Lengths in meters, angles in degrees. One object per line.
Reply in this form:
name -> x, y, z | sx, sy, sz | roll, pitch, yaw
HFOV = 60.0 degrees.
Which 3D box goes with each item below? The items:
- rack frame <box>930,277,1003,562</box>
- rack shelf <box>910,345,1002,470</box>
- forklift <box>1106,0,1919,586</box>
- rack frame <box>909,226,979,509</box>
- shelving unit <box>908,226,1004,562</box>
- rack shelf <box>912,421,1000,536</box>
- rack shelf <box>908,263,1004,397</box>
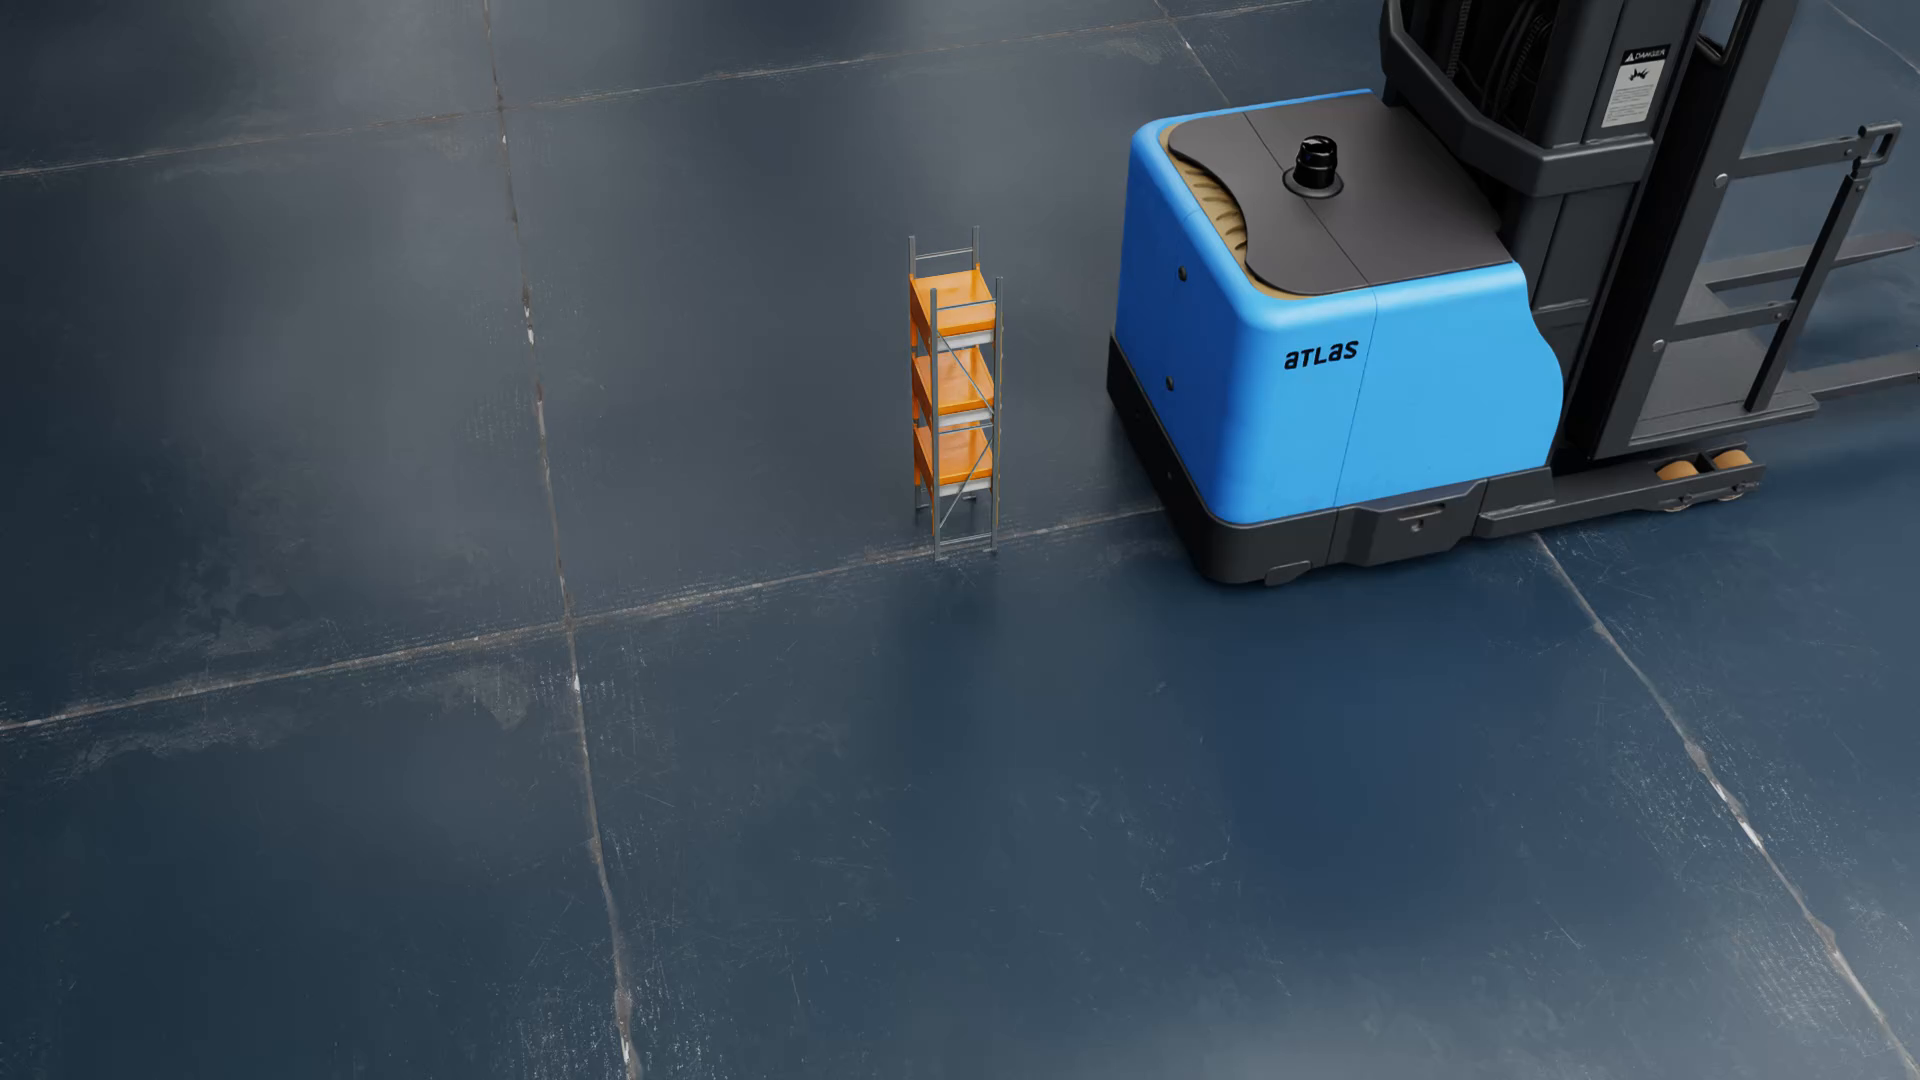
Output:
rack frame -> 0.018, -0.320, 4.829 | 0.200, 1.050, 0.008 | -11, 47, -10
rack shelf -> -0.014, -0.397, 4.919 | 0.215, 0.259, 0.240 | -11, 47, -10
forklift -> 2.072, -1.471, 4.639 | 3.031, 2.935, 1.130 | -11, 47, -11
rack frame -> -0.045, -0.489, 4.994 | 0.200, 1.050, 0.008 | -11, 47, -10
shelving unit -> -0.014, -0.404, 4.911 | 0.215, 1.050, 0.252 | -11, 47, -10
rack shelf -> -0.014, -0.202, 5.117 | 0.215, 0.259, 0.240 | -11, 47, -10
rack shelf -> -0.014, -0.596, 4.716 | 0.215, 0.259, 0.240 | -11, 47, -10
